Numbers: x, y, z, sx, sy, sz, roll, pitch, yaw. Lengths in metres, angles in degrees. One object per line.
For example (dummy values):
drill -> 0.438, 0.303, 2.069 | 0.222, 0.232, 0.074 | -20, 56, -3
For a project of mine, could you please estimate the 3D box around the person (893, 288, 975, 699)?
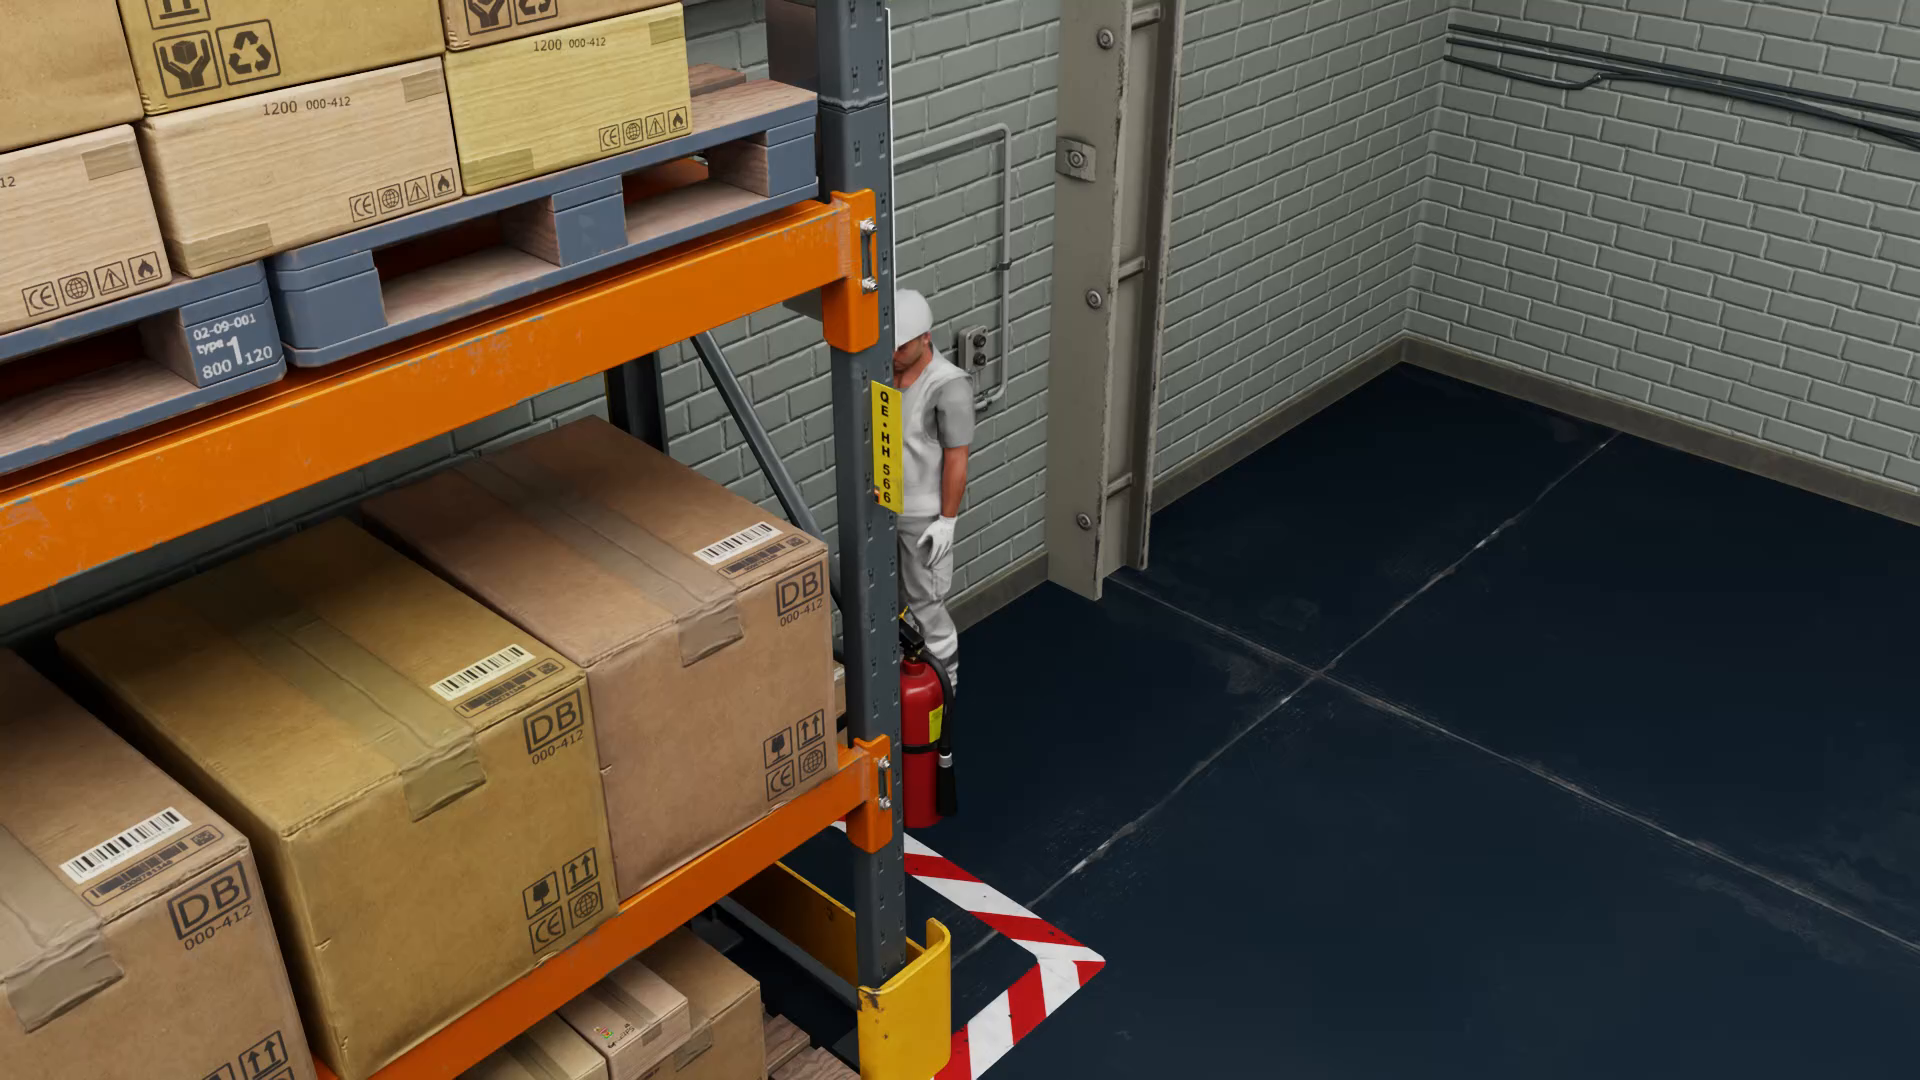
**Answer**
person -> -0.191, -0.125, 6.334 | 0.529, 1.779, 0.364 | 27, 40, 37
